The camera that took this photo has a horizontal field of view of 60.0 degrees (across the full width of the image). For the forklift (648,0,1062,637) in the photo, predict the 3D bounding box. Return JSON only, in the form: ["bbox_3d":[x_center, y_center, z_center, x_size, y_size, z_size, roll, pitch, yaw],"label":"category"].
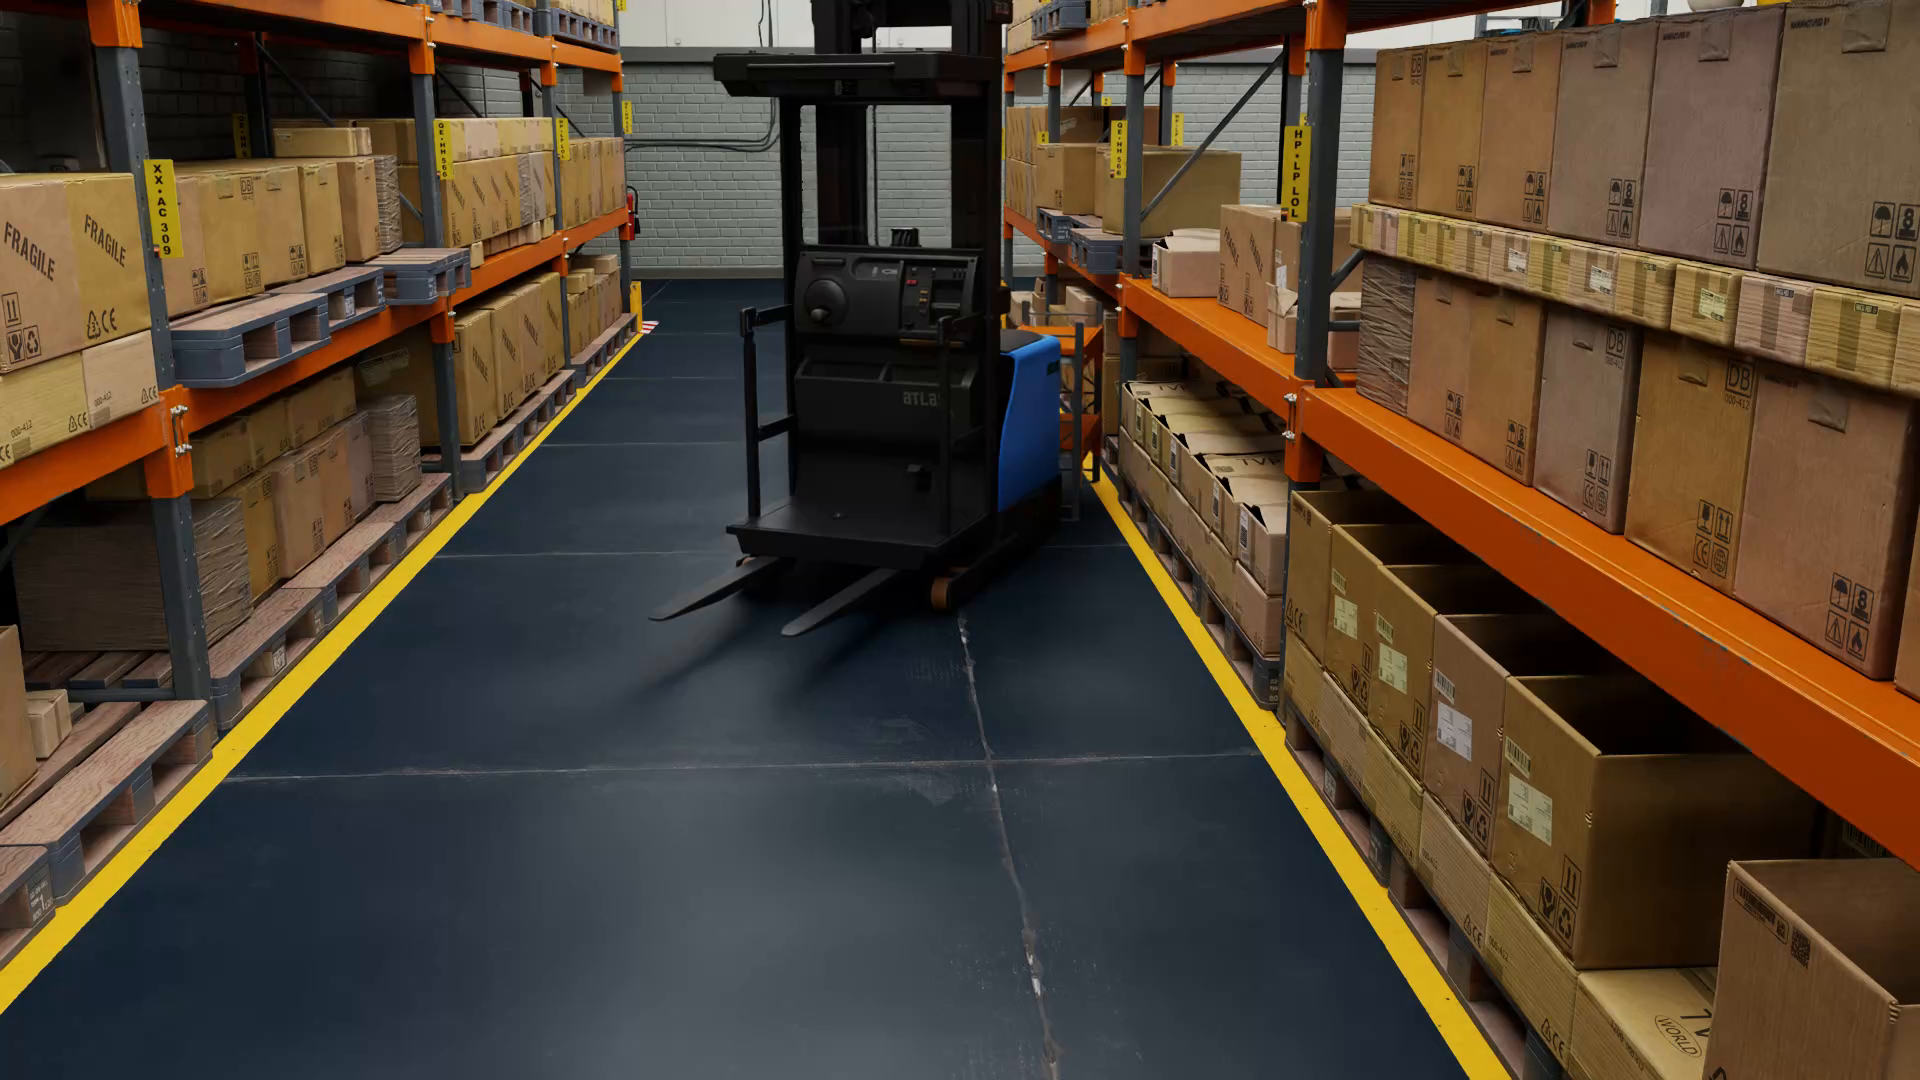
[{"bbox_3d":[-0.436,-1.202,7.816,1.130,2.935,3.031,5,15,20],"label":"forklift"}]

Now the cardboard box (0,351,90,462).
[{"bbox_3d":[-2.874,-0.386,4.766,0.500,0.250,0.500,-1,14,-3],"label":"cardboard box"}]

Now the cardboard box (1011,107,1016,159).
[{"bbox_3d":[0.776,-4.036,16.485,0.500,0.500,0.500,-1,14,-3],"label":"cardboard box"}]

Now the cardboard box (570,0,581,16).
[{"bbox_3d":[-3.521,-4.610,14.162,0.500,0.250,0.500,-1,14,-5],"label":"cardboard box"}]

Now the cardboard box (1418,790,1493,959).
[{"bbox_3d":[1.530,0.858,4.346,0.500,0.250,0.500,-1,14,-3],"label":"cardboard box"}]

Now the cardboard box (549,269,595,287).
[{"bbox_3d":[-3.540,-2.388,15.159,0.380,0.149,0.250,-1,14,-5],"label":"cardboard box"}]

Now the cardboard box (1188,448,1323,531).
[{"bbox_3d":[1.337,-0.256,7.552,0.500,0.311,0.500,-1,14,-4],"label":"cardboard box"}]

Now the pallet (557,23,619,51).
[{"bbox_3d":[-3.916,-4.896,16.192,1.003,0.211,1.213,-1,14,-3],"label":"pallet"}]

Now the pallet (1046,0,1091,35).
[{"bbox_3d":[1.257,-3.693,11.718,1.213,0.211,1.003,-1,14,-3],"label":"pallet"}]

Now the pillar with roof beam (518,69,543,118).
[{"bbox_3d":[-0.706,-7.300,19.340,9.100,9.000,0.400,-1,14,-3],"label":"pillar with roof beam"}]

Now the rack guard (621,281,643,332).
[{"bbox_3d":[-3.974,-2.466,17.606,1.175,0.500,0.348,-1,14,-3],"label":"rack guard"}]

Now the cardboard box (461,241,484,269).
[{"bbox_3d":[-3.205,-1.784,10.405,0.380,0.149,0.250,0,14,-2],"label":"cardboard box"}]

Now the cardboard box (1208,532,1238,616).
[{"bbox_3d":[1.371,0.141,7.136,0.500,0.250,0.500,-1,14,-4],"label":"cardboard box"}]

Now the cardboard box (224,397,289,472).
[{"bbox_3d":[-3.358,-0.473,7.474,0.500,0.250,0.500,-1,14,-5],"label":"cardboard box"}]

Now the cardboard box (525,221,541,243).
[{"bbox_3d":[-3.336,-2.291,12.376,0.380,0.149,0.250,-1,14,-3],"label":"cardboard box"}]

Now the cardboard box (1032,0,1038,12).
[{"bbox_3d":[0.891,-4.616,14.225,0.500,0.250,0.500,-1,14,-3],"label":"cardboard box"}]

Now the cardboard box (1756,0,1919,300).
[{"bbox_3d":[1.906,-0.705,2.943,0.700,0.500,0.500,-1,14,-5],"label":"cardboard box"}]

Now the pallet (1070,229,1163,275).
[{"bbox_3d":[1.355,-1.833,10.514,1.213,0.211,1.003,-1,14,-3],"label":"pallet"}]

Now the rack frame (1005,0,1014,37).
[{"bbox_3d":[0.972,-6.653,16.824,1.000,3.000,0.127,-1,14,-3],"label":"rack frame"}]

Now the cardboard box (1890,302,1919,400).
[{"bbox_3d":[1.732,-0.288,2.624,0.380,0.149,0.250,-1,14,-2],"label":"cardboard box"}]

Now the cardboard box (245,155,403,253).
[{"bbox_3d":[-3.437,-1.825,9.017,0.700,0.500,0.500,-3,15,-10],"label":"cardboard box"}]

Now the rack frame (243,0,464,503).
[{"bbox_3d":[-3.477,-1.681,9.538,1.000,3.000,0.127,-1,14,-3],"label":"rack frame"}]

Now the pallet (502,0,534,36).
[{"bbox_3d":[-3.618,-3.808,12.172,0.805,0.209,1.217,-1,15,-6],"label":"pallet"}]

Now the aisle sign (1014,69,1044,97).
[{"bbox_3d":[0.674,-5.019,17.296,0.394,0.787,0.004,-1,14,-3],"label":"aisle sign"}]

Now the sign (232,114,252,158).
[{"bbox_3d":[-4.030,-2.232,9.358,0.100,0.325,0.005,-1,14,-3],"label":"sign"}]

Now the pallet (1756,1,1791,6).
[{"bbox_3d":[6.383,-3.714,11.801,1.003,0.211,1.213,-1,14,-3],"label":"pallet"}]

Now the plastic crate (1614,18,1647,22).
[{"bbox_3d":[5.789,-4.421,14.507,0.416,0.233,0.300,-1,14,-3],"label":"plastic crate"}]

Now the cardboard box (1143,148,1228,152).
[{"bbox_3d":[1.450,-2.395,11.272,0.700,0.500,0.500,2,15,7],"label":"cardboard box"}]

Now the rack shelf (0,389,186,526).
[{"bbox_3d":[-3.105,0.160,3.828,1.077,0.370,4.000,-1,14,-3],"label":"rack shelf"}]

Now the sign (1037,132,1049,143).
[{"bbox_3d":[0.678,-3.162,13.558,0.100,0.325,0.005,-1,14,-3],"label":"sign"}]

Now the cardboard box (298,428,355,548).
[{"bbox_3d":[-3.405,-0.252,8.119,0.700,0.500,0.500,-1,14,-4],"label":"cardboard box"}]

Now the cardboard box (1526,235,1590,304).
[{"bbox_3d":[1.638,-0.671,4.111,0.380,0.149,0.250,-1,14,-4],"label":"cardboard box"}]

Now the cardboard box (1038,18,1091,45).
[{"bbox_3d":[0.924,-4.250,13.805,0.500,0.250,0.500,-1,14,-3],"label":"cardboard box"}]

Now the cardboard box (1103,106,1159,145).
[{"bbox_3d":[1.471,-3.407,14.041,0.500,0.500,0.500,-1,14,-2],"label":"cardboard box"}]

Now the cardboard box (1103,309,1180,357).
[{"bbox_3d":[1.167,-1.367,10.946,0.500,0.250,0.500,0,14,-1],"label":"cardboard box"}]

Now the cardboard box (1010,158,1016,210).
[{"bbox_3d":[0.773,-3.553,16.616,0.500,0.500,0.500,-1,14,-4],"label":"cardboard box"}]

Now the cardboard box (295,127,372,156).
[{"bbox_3d":[-3.425,-2.171,9.059,0.380,0.149,0.250,-3,15,-11],"label":"cardboard box"}]

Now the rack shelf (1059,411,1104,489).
[{"bbox_3d":[0.533,-0.556,9.909,0.538,0.278,1.000,3,15,11],"label":"rack shelf"}]

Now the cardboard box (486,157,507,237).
[{"bbox_3d":[-3.304,-2.261,10.958,0.500,0.500,0.500,-1,14,-4],"label":"cardboard box"}]

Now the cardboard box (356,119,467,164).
[{"bbox_3d":[-3.249,-2.370,9.875,0.500,0.250,0.500,-1,14,-2],"label":"cardboard box"}]

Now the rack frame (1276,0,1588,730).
[{"bbox_3d":[1.715,-0.763,5.973,1.000,3.000,0.127,-1,14,-3],"label":"rack frame"}]

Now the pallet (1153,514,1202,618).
[{"bbox_3d":[1.552,0.100,8.212,1.003,0.211,1.213,-1,14,-3],"label":"pallet"}]

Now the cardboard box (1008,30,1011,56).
[{"bbox_3d":[0.750,-4.996,16.705,0.500,0.250,0.500,-1,14,-3],"label":"cardboard box"}]

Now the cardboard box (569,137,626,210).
[{"bbox_3d":[-3.931,-3.689,16.741,0.980,0.700,0.700,0,14,-1],"label":"cardboard box"}]

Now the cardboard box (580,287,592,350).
[{"bbox_3d":[-3.696,-1.981,14.879,0.700,0.500,0.500,-1,14,-4],"label":"cardboard box"}]

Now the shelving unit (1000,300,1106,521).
[{"bbox_3d":[0.533,-0.792,9.848,0.538,1.125,1.048,3,15,11],"label":"shelving unit"}]

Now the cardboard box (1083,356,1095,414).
[{"bbox_3d":[1.143,-1.118,11.486,0.500,0.500,0.500,-1,14,-5],"label":"cardboard box"}]

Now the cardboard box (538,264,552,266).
[{"bbox_3d":[-3.956,-2.517,15.662,0.380,0.149,0.250,-1,14,-3],"label":"cardboard box"}]

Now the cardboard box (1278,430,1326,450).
[{"bbox_3d":[1.842,-0.395,8.094,0.500,0.311,0.500,0,14,-2],"label":"cardboard box"}]

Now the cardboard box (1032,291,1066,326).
[{"bbox_3d":[0.901,-1.893,14.496,0.500,0.500,0.500,-1,14,-3],"label":"cardboard box"}]

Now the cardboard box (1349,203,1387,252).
[{"bbox_3d":[1.539,-1.056,5.608,0.380,0.149,0.250,-1,14,-4],"label":"cardboard box"}]

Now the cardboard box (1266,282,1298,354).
[{"bbox_3d":[1.477,-0.914,6.828,0.396,0.266,0.258,-1,14,-5],"label":"cardboard box"}]

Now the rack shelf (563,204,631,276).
[{"bbox_3d":[-3.848,-2.824,15.428,1.077,0.370,4.000,-1,14,-3],"label":"rack shelf"}]

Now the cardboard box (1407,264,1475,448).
[{"bbox_3d":[1.788,-0.570,5.022,0.700,0.500,0.500,-1,14,-4],"label":"cardboard box"}]

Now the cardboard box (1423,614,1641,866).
[{"bbox_3d":[1.527,0.495,4.253,0.500,0.500,0.500,-1,14,-3],"label":"cardboard box"}]
